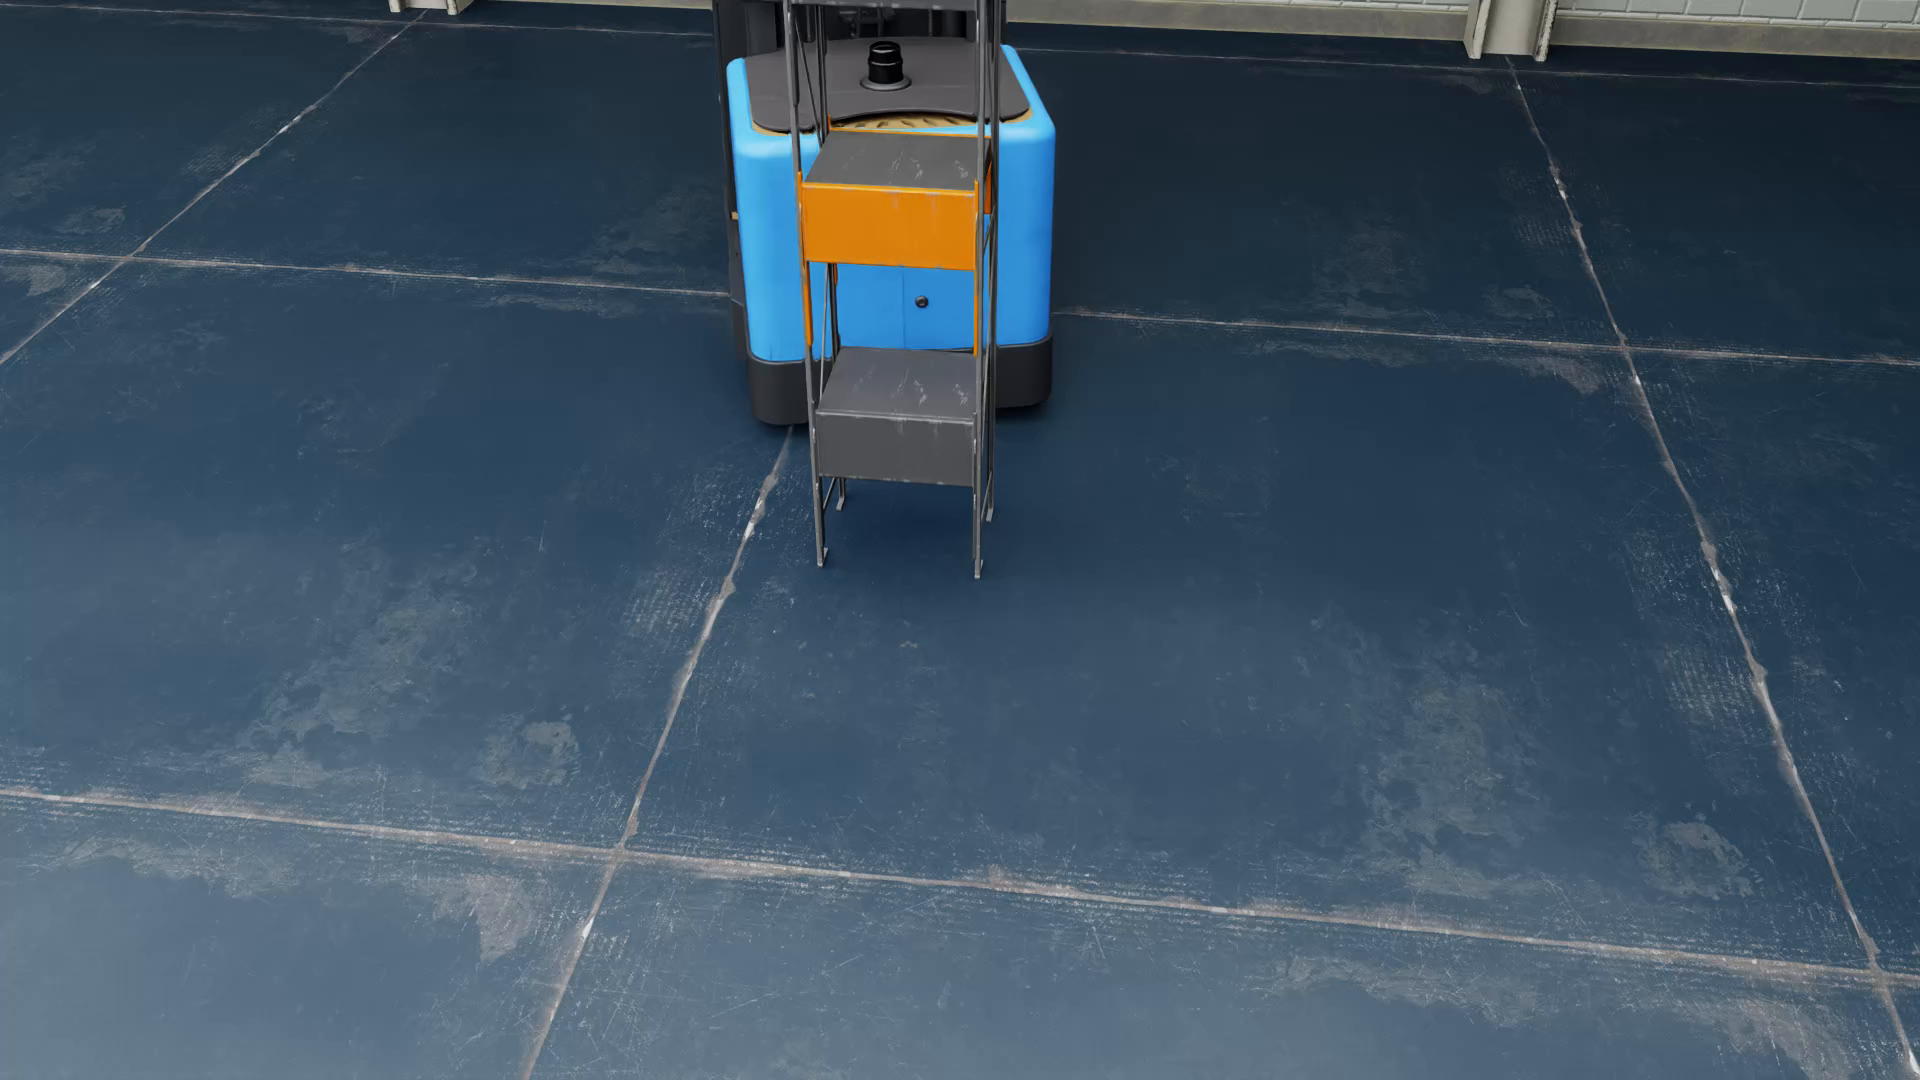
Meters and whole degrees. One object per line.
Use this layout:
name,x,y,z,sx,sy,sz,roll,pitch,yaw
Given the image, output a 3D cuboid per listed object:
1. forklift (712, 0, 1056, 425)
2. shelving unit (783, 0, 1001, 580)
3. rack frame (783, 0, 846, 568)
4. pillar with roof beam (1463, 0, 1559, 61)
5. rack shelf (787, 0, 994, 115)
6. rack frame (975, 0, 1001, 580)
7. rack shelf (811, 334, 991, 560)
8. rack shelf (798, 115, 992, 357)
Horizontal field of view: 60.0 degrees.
forklift,-0.409,-2.433,6.135,1.130,2.935,3.031,-5,36,-7
shelving unit,-0.164,-0.867,4.657,0.503,2.100,0.431,4,36,6
rack frame,-0.406,-0.885,4.683,0.015,2.100,0.400,4,36,6
pillar with roof beam,2.377,-3.819,2.854,0.400,9.000,9.100,4,36,6
rack shelf,-0.164,-1.426,4.259,0.480,0.518,0.431,4,36,6
rack frame,0.078,-0.849,4.632,0.015,2.100,0.400,4,36,6
rack shelf,-0.164,-0.286,5.072,0.480,0.518,0.431,4,36,6
rack shelf,-0.164,-0.856,4.665,0.480,0.518,0.431,4,36,6
